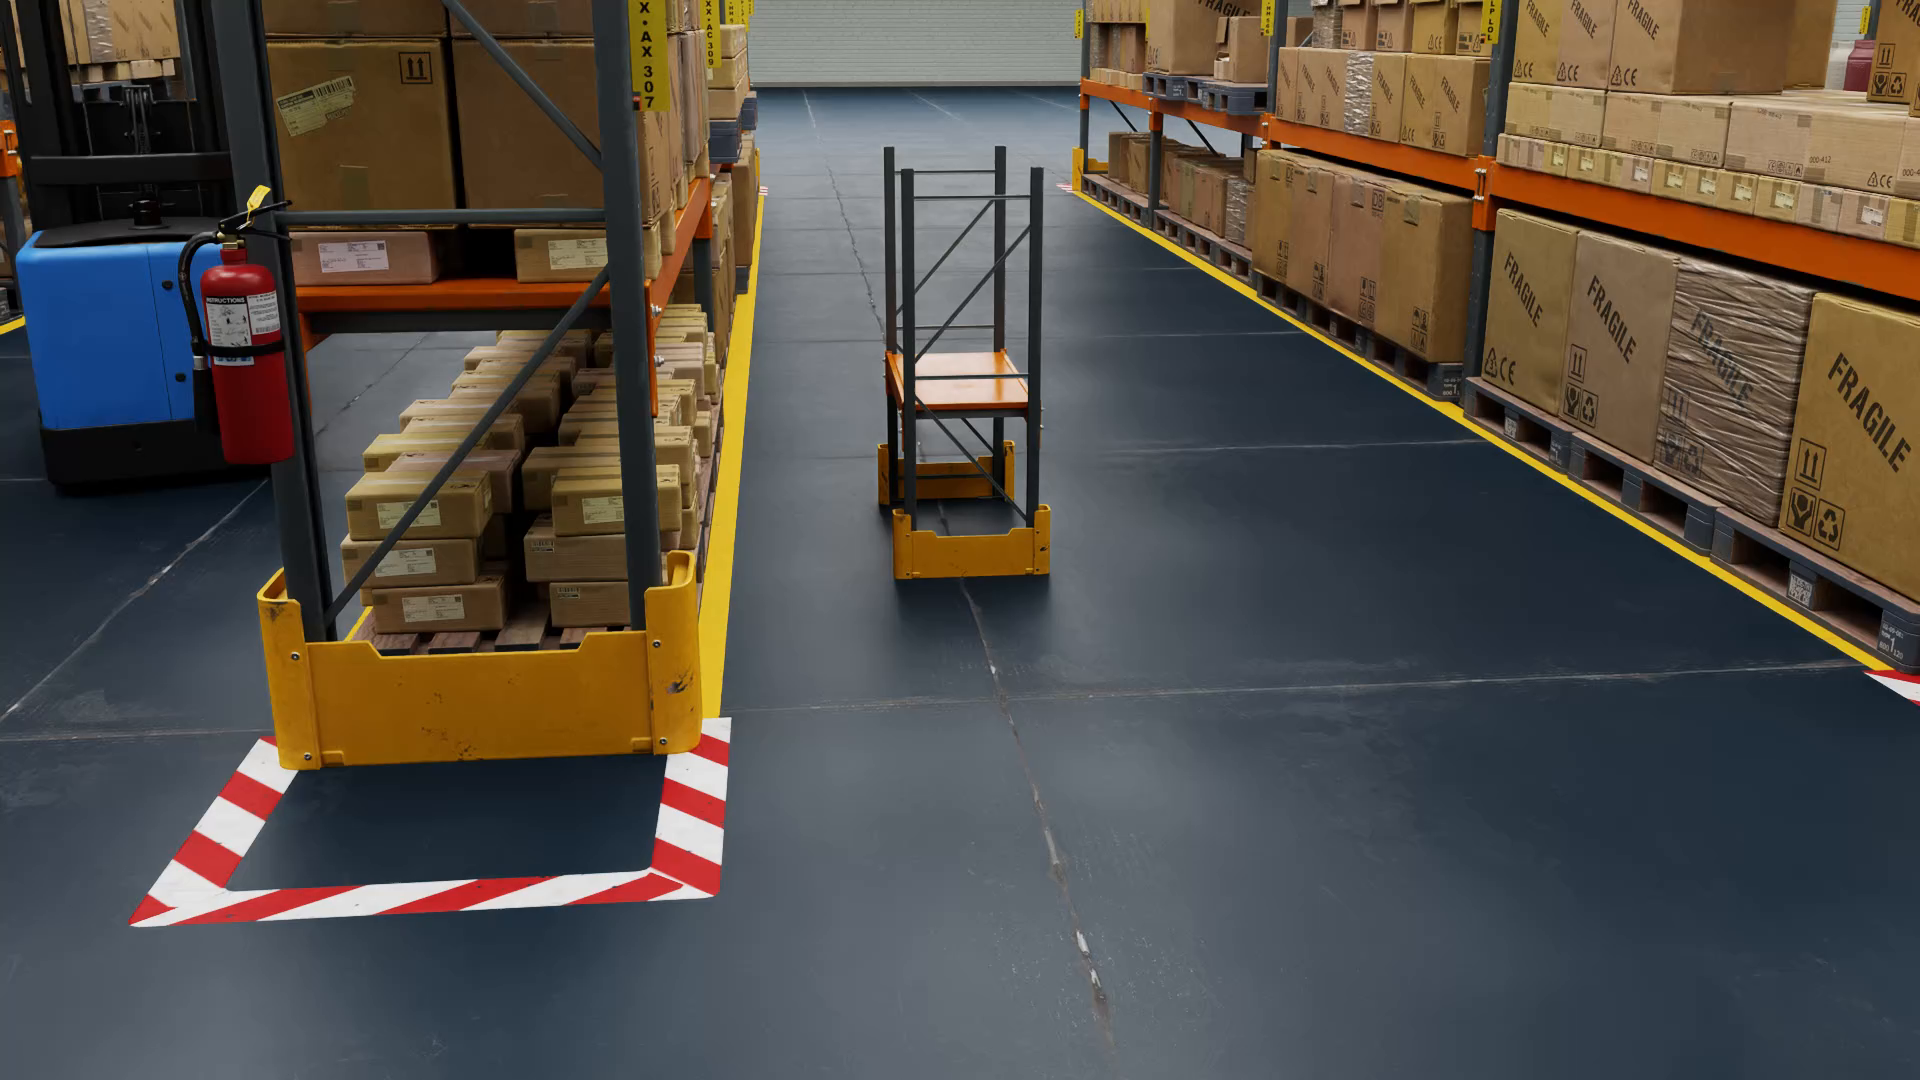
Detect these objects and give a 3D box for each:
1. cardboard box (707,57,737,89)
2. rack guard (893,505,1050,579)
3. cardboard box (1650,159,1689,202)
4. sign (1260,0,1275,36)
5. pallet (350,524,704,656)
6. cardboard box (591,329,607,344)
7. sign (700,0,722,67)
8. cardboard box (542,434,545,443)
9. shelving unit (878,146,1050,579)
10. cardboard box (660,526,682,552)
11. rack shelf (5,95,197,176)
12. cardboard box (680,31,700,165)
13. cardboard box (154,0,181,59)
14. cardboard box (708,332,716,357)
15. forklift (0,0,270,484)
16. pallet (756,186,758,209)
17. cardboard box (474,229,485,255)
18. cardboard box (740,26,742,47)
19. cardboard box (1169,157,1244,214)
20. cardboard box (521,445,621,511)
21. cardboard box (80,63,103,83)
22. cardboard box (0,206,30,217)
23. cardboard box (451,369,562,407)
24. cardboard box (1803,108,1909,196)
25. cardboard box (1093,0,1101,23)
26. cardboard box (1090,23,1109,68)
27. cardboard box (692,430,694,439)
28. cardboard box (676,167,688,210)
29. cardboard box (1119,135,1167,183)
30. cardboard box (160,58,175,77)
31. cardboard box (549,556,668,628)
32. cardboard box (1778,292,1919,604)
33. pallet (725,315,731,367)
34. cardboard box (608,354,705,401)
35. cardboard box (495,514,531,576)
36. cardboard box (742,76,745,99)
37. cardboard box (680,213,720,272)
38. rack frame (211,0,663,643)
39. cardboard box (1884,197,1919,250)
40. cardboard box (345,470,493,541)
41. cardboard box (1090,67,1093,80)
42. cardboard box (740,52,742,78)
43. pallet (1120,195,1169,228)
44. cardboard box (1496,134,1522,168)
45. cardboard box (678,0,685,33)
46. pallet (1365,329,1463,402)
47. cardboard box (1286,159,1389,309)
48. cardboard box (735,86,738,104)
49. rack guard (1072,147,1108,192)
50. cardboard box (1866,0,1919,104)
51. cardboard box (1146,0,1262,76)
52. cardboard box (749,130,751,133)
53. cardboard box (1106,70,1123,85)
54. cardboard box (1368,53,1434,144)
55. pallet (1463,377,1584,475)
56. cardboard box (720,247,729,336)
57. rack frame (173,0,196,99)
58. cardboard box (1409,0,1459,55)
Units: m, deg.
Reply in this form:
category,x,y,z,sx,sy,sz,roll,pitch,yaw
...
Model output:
category,x,y,z,sx,sy,sz,roll,pitch,yaw
cardboard box,-1.334,-2.380,8.471,0.380,0.149,0.250,-1,17,-5
rack guard,0.044,0.006,6.239,0.587,0.250,0.087,-2,18,-6
cardboard box,3.055,-1.466,6.759,0.380,0.149,0.250,-2,18,-7
sign,2.242,-3.836,12.086,0.100,0.325,0.005,-2,18,-6
pallet,-1.395,0.231,5.590,1.003,0.211,1.213,-2,18,-6
cardboard box,-1.921,-1.041,8.049,0.380,0.149,0.250,-1,17,-3
sign,-1.212,-2.458,8.052,0.100,0.325,0.005,-2,18,-6
cardboard box,-1.862,-0.431,6.605,0.380,0.149,0.250,-2,18,-5
shelving unit,-0.008,-0.738,6.525,0.587,1.500,1.083,-2,18,-6
cardboard box,-1.109,-0.063,5.433,0.380,0.149,0.250,-2,18,-6
rack shelf,-7.283,-3.287,13.340,1.077,0.370,4.000,-2,18,-6
cardboard box,-1.318,-1.777,6.666,0.500,0.500,0.500,-2,18,-6
cardboard box,-7.213,-4.486,14.592,0.500,0.500,0.500,-2,18,-7
cardboard box,-1.402,-0.924,8.173,0.380,0.149,0.250,-1,17,-5
forklift,-4.056,-2.042,8.288,1.130,2.935,3.031,-7,19,-22
pallet,-2.706,-3.672,18.021,1.003,0.211,1.213,-2,18,-6
cardboard box,-1.682,-0.952,5.121,0.380,0.149,0.250,-2,18,-6
cardboard box,-1.500,-2.987,9.909,0.380,0.149,0.250,-1,17,-4
cardboard box,2.410,-3.366,15.829,0.700,0.500,0.500,-3,18,-10
cardboard box,-1.202,-0.203,5.381,0.380,0.149,0.250,-1,17,-5
cardboard box,-7.044,-3.700,13.174,0.380,0.149,0.250,-1,17,-4
cardboard box,-7.209,-2.369,12.902,0.950,0.372,0.625,-2,18,-7
cardboard box,-1.786,-0.574,6.564,0.380,0.149,0.250,-2,18,-5
cardboard box,3.240,-1.315,5.611,0.500,0.250,0.500,-2,18,-7
cardboard box,1.786,-6.069,18.668,0.500,0.500,0.500,-2,18,-6
cardboard box,1.985,-5.749,19.317,0.875,0.500,0.500,-2,18,-6
cardboard box,-1.305,-0.371,6.911,0.380,0.149,0.250,-1,17,-5
cardboard box,-1.256,-1.364,6.434,0.380,0.149,0.250,-1,17,-5
cardboard box,2.099,-4.368,19.055,0.500,0.500,0.500,3,18,9
cardboard box,-7.162,-4.162,14.644,0.380,0.149,0.250,-2,17,-5
cardboard box,-1.074,0.160,5.218,0.380,0.149,0.250,-1,17,-5
cardboard box,3.460,-0.332,5.572,0.875,0.875,0.875,-2,18,-6
pallet,-1.962,-1.291,10.438,1.003,0.211,1.213,-2,18,-6
cardboard box,-1.248,-0.665,6.854,0.380,0.149,0.250,-2,18,-8
cardboard box,-1.669,0.021,5.662,0.380,0.149,0.250,-2,18,-6
cardboard box,-1.528,-2.783,10.251,0.380,0.149,0.250,-1,17,-4
cardboard box,-1.564,-1.619,9.048,0.500,0.250,0.500,-3,18,-8
rack frame,-1.338,-0.834,4.325,1.000,3.000,0.127,-2,18,-6
cardboard box,3.213,-1.010,5.307,0.380,0.149,0.250,-2,18,-5
cardboard box,-1.645,-0.108,5.078,0.380,0.149,0.250,-2,17,-5
cardboard box,1.748,-5.512,19.645,0.380,0.149,0.250,-2,18,-6
cardboard box,-1.497,-2.846,9.955,0.380,0.149,0.250,-2,18,-7
pallet,2.264,-3.401,17.157,1.003,0.211,1.213,-2,18,-6
cardboard box,2.893,-1.930,8.238,0.380,0.149,0.250,-2,18,-6
cardboard box,-1.266,-2.100,6.026,0.500,0.500,0.500,-2,18,-7
pallet,3.039,-1.046,9.656,1.003,0.211,1.213,-2,18,-6
cardboard box,2.915,-2.055,11.061,1.225,0.875,0.875,-2,18,-5
cardboard box,-1.368,-2.320,8.778,0.380,0.149,0.250,-2,17,-5
rack guard,1.963,-4.509,20.204,1.175,0.500,0.348,-2,18,-6
cardboard box,3.714,-1.840,6.031,0.500,0.500,0.500,-2,18,-7
cardboard box,2.311,-4.778,15.185,1.000,1.000,1.000,-2,18,-5
cardboard box,-2.853,-4.587,19.128,0.875,0.875,0.875,-2,18,-5
cardboard box,1.806,-5.062,18.212,0.380,0.149,0.250,-2,18,-6
cardboard box,2.768,-2.630,9.881,0.500,0.500,0.500,-2,18,-6
pallet,3.194,-0.589,8.202,1.003,0.211,1.213,-2,18,-6
cardboard box,-1.620,-1.419,9.662,0.500,0.500,0.500,-1,17,-3
rack frame,-7.489,-4.226,15.130,1.000,3.000,0.127,-2,18,-6
cardboard box,3.060,-3.070,9.606,0.797,0.503,0.637,-2,17,-5
